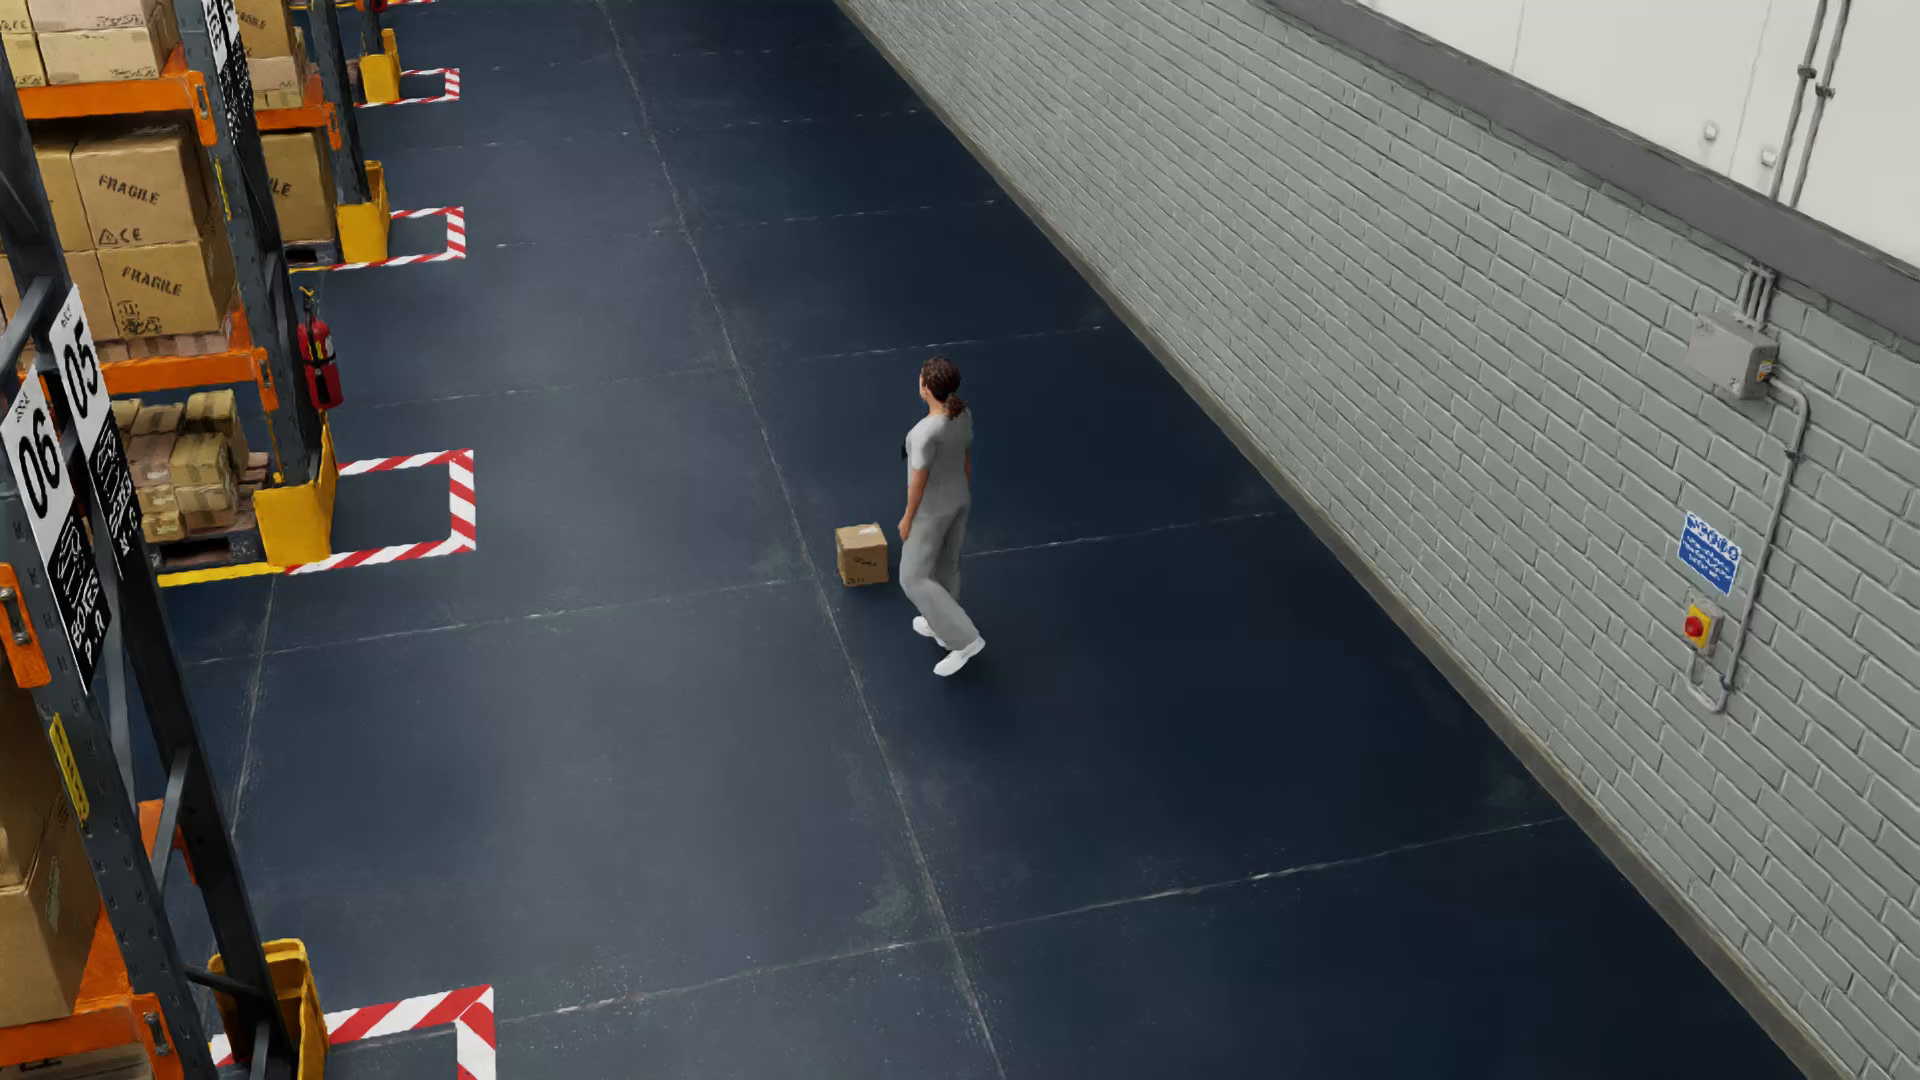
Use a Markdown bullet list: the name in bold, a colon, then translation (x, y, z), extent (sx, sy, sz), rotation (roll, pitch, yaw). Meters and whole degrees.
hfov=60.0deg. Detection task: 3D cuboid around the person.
- **person**: translation (-0.073, -0.117, 8.467), extent (0.570, 1.631, 0.575), rotation (19, 35, 29)
